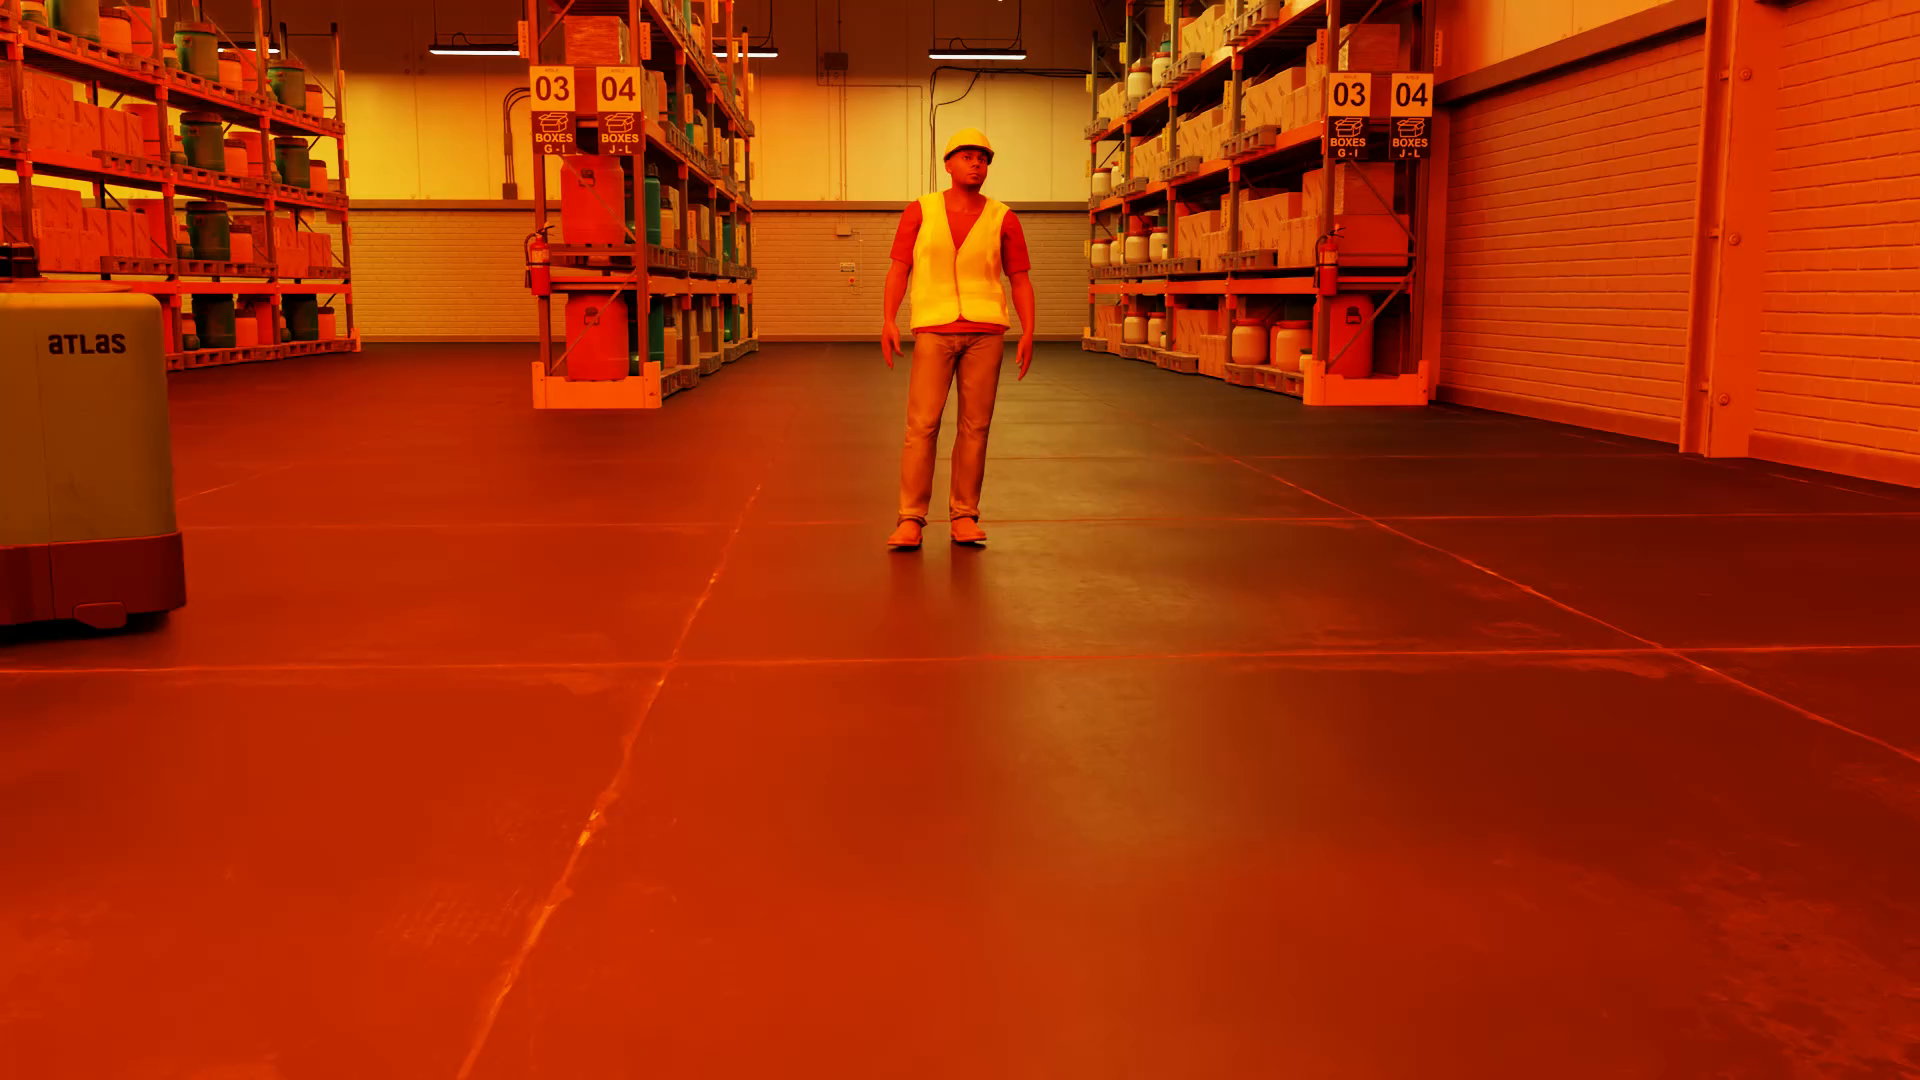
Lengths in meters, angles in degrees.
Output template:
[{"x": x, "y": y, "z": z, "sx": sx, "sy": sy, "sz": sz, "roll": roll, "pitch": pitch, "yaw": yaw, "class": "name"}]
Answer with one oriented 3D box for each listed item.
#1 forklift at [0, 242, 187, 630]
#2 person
[{"x": -4.048, "y": -1.116, "z": 4.846, "sx": 3.031, "sy": 2.935, "sz": 1.130, "roll": -5, "pitch": 10, "yaw": -29, "class": "forklift"}, {"x": -0.002, "y": -0.871, "z": 7.110, "sx": 0.665, "sy": 1.765, "sz": 0.577, "roll": -1, "pitch": 8, "yaw": -4, "class": "person"}]
